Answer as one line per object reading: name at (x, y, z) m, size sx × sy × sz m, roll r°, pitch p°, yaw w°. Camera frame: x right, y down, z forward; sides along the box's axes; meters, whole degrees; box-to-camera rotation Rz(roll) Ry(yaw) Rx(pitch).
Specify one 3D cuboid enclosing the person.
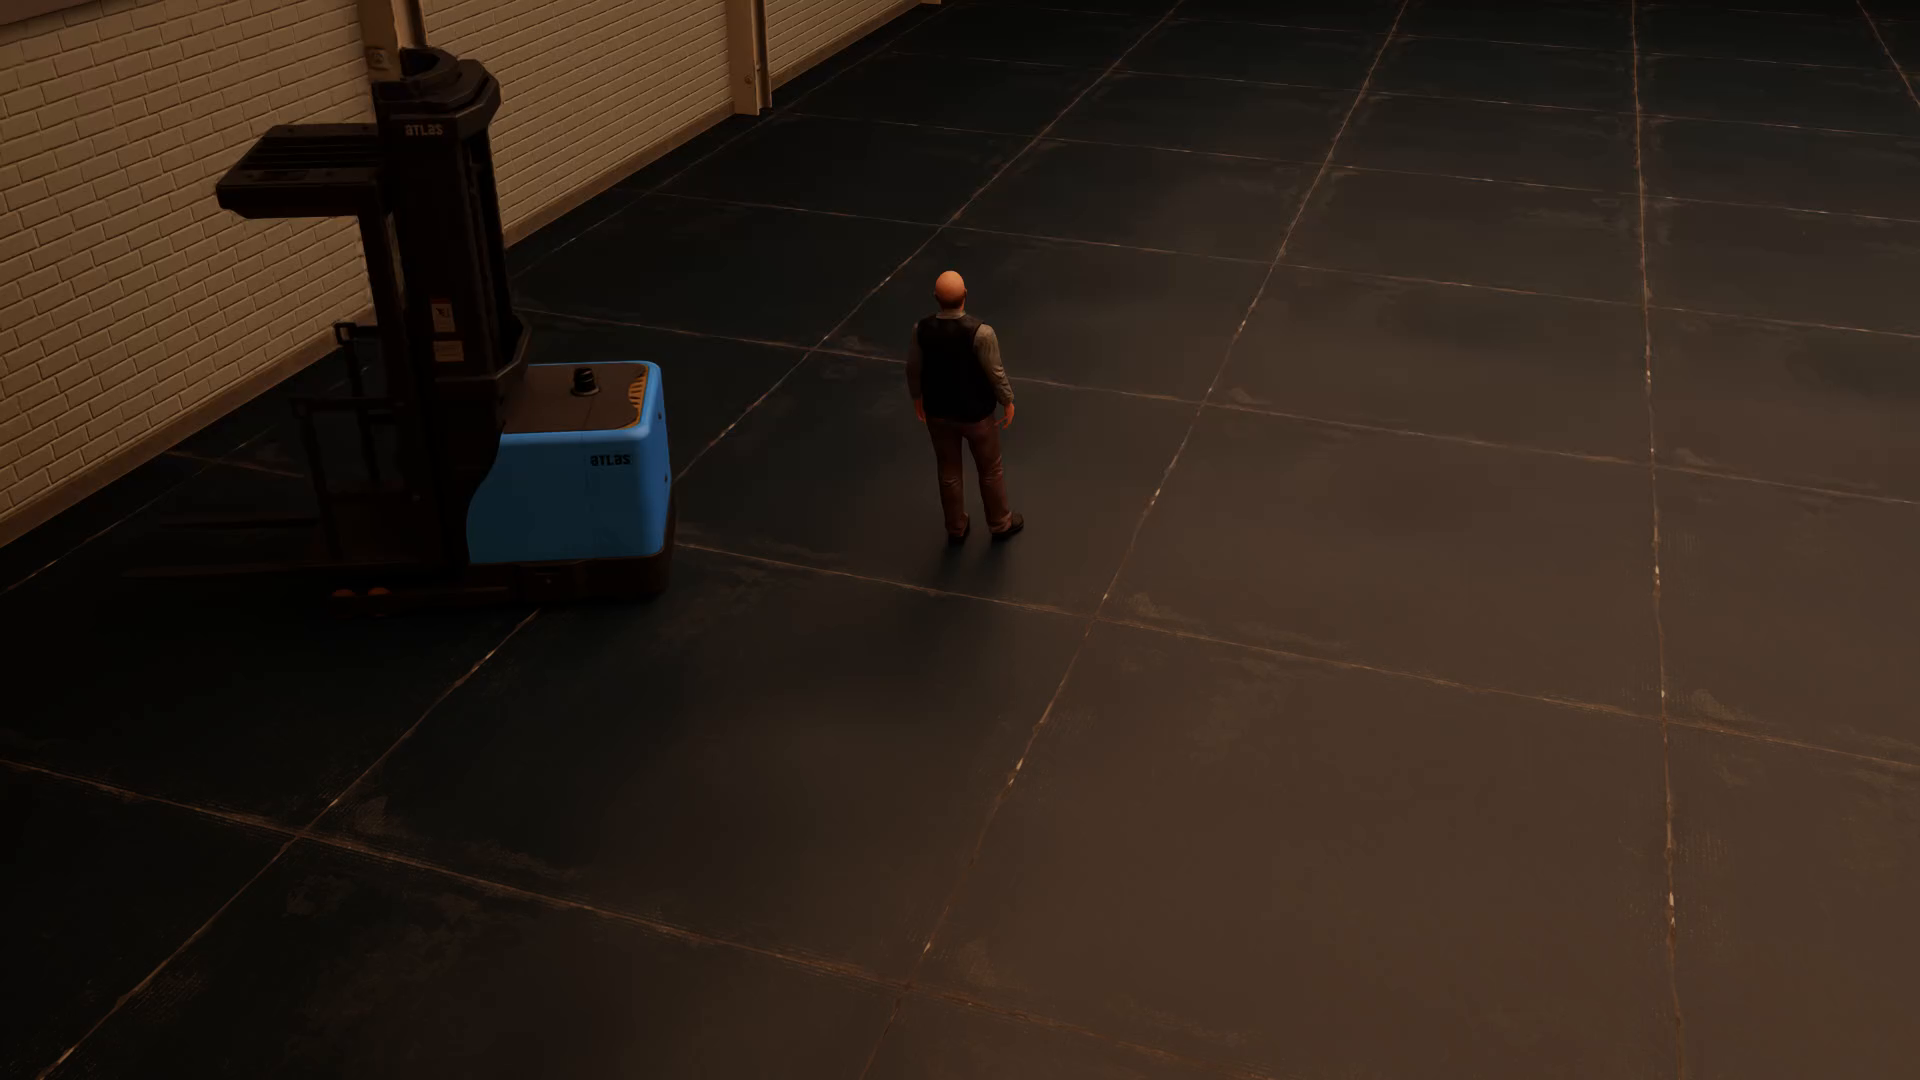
person at (0.027, -0.783, 9.716) m, size 0.634 × 1.723 × 0.566 m, roll 10°, pitch 31°, yaw 16°

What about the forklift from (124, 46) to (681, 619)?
forklift at (-3.191, -1.105, 9.075) m, size 3.031 × 2.935 × 1.130 m, roll -3°, pitch 30°, yaw -4°
